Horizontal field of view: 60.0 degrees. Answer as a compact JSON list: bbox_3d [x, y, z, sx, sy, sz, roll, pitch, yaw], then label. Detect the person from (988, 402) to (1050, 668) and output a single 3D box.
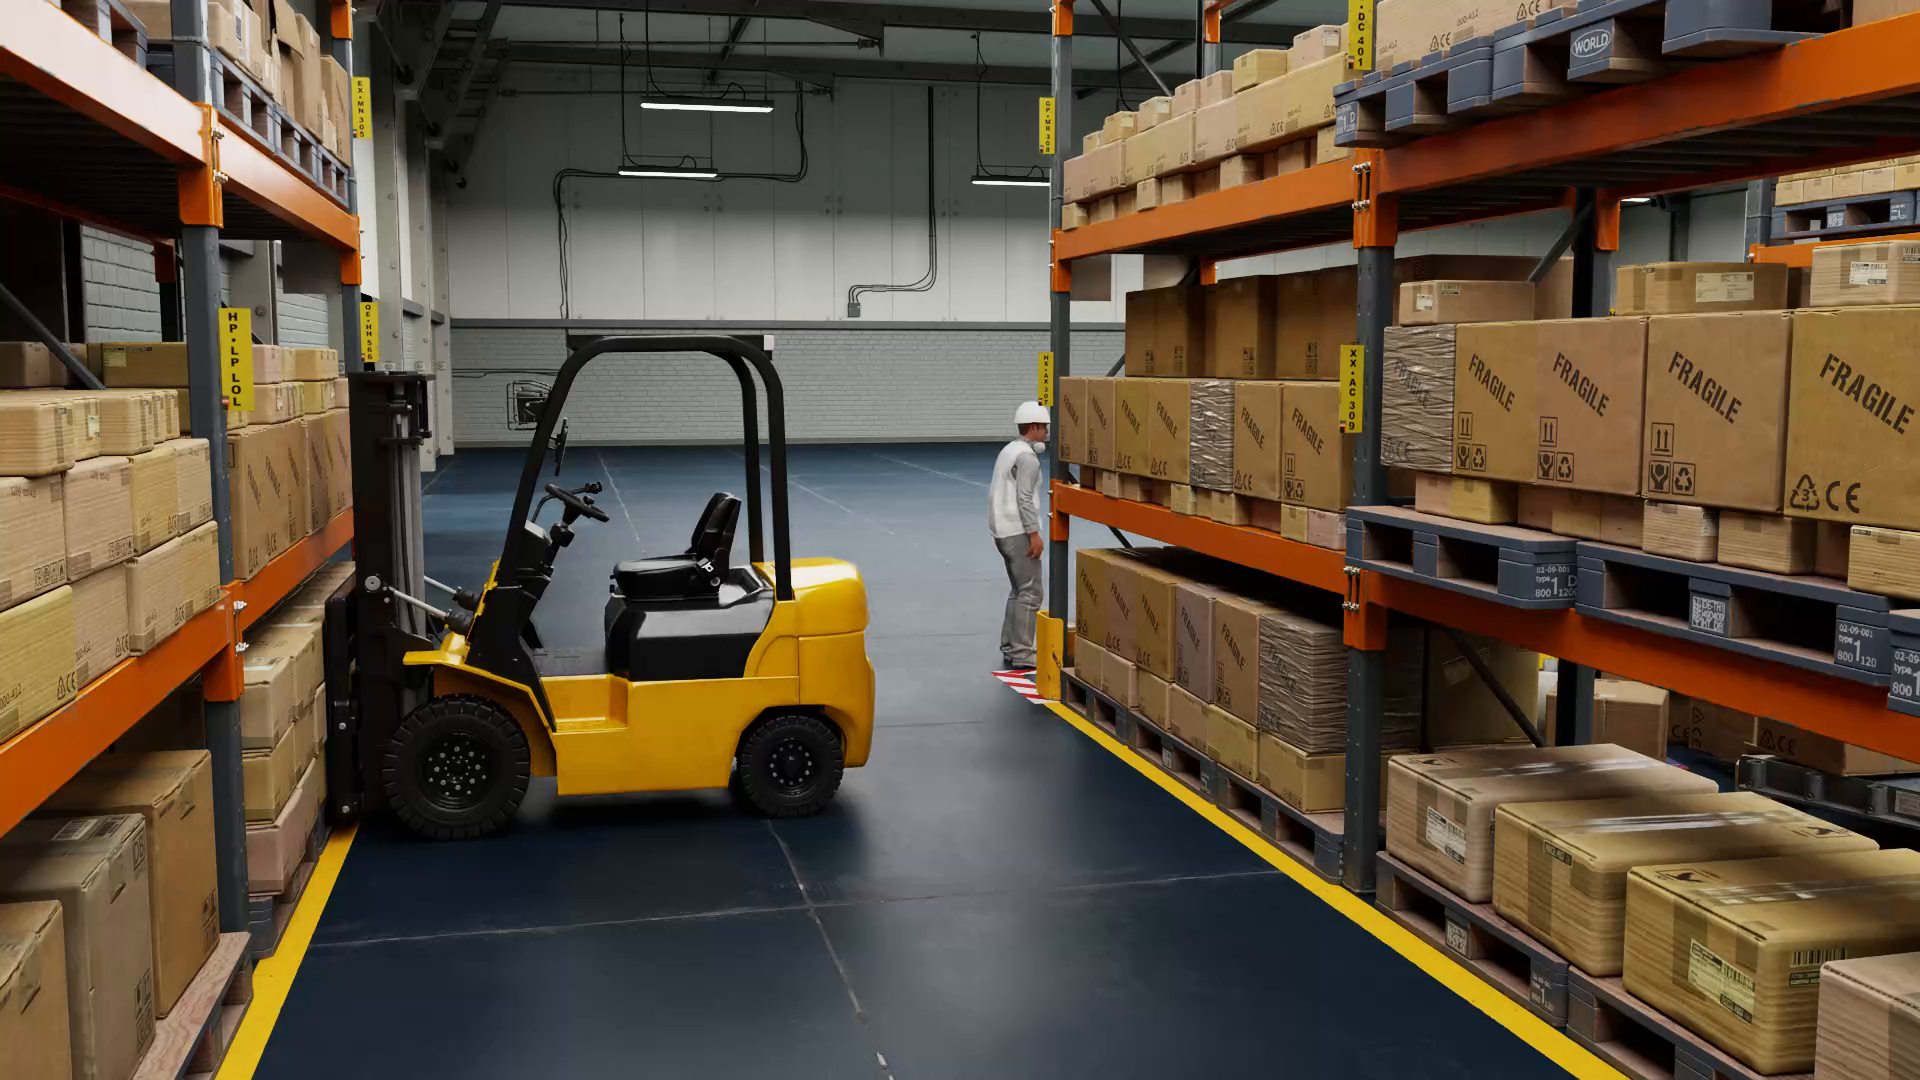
[{"bbox_3d":[0.430,-0.047,11.261,0.466,1.771,0.585,-1,6,-9],"label":"person"}]
